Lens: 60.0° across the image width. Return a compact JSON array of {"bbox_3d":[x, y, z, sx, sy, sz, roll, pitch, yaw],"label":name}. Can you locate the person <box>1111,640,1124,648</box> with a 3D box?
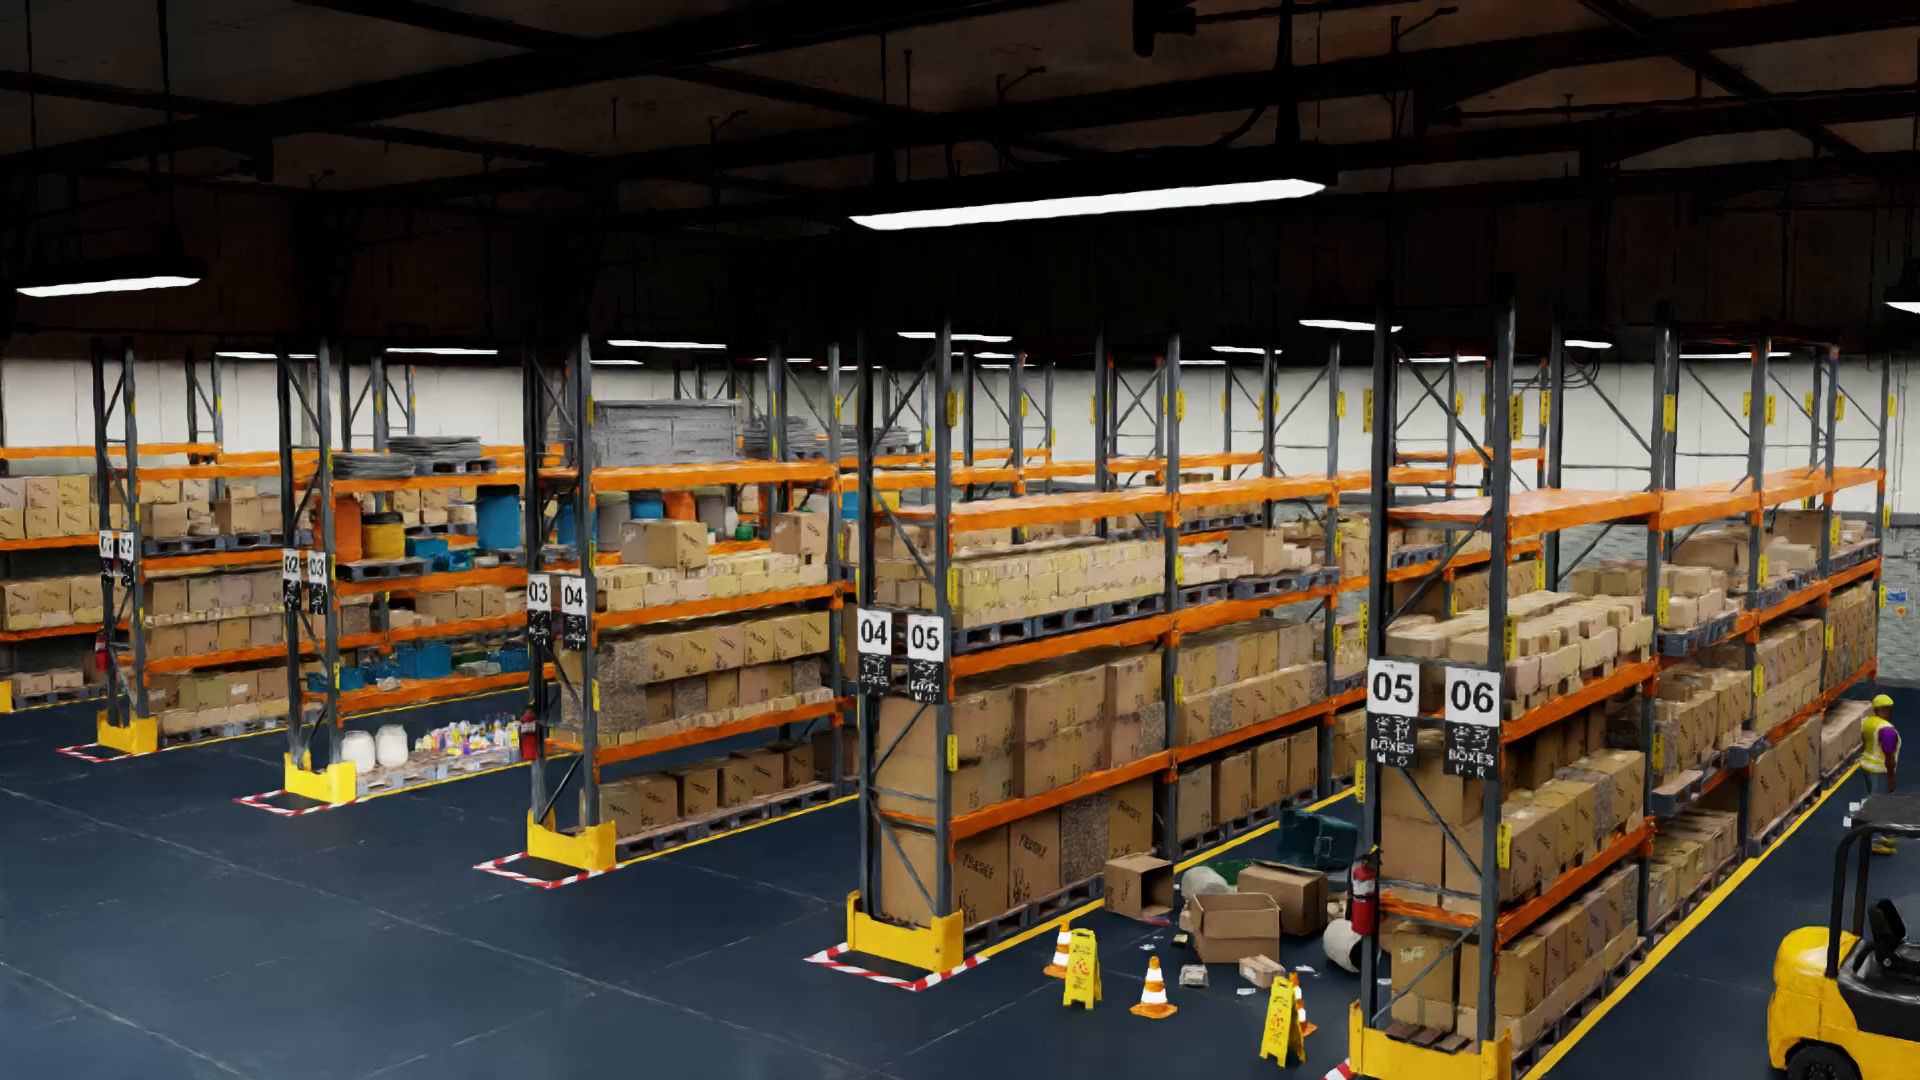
[{"bbox_3d":[2.293,2.227,24.074,0.547,1.640,1.116,4,6,35],"label":"person"}]

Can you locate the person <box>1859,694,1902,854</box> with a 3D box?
[{"bbox_3d":[10.481,2.630,18.870,0.447,1.762,0.632,0,5,6],"label":"person"}]

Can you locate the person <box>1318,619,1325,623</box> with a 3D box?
[{"bbox_3d":[5.968,2.038,27.188,0.566,1.541,0.519,3,6,35],"label":"person"}]
